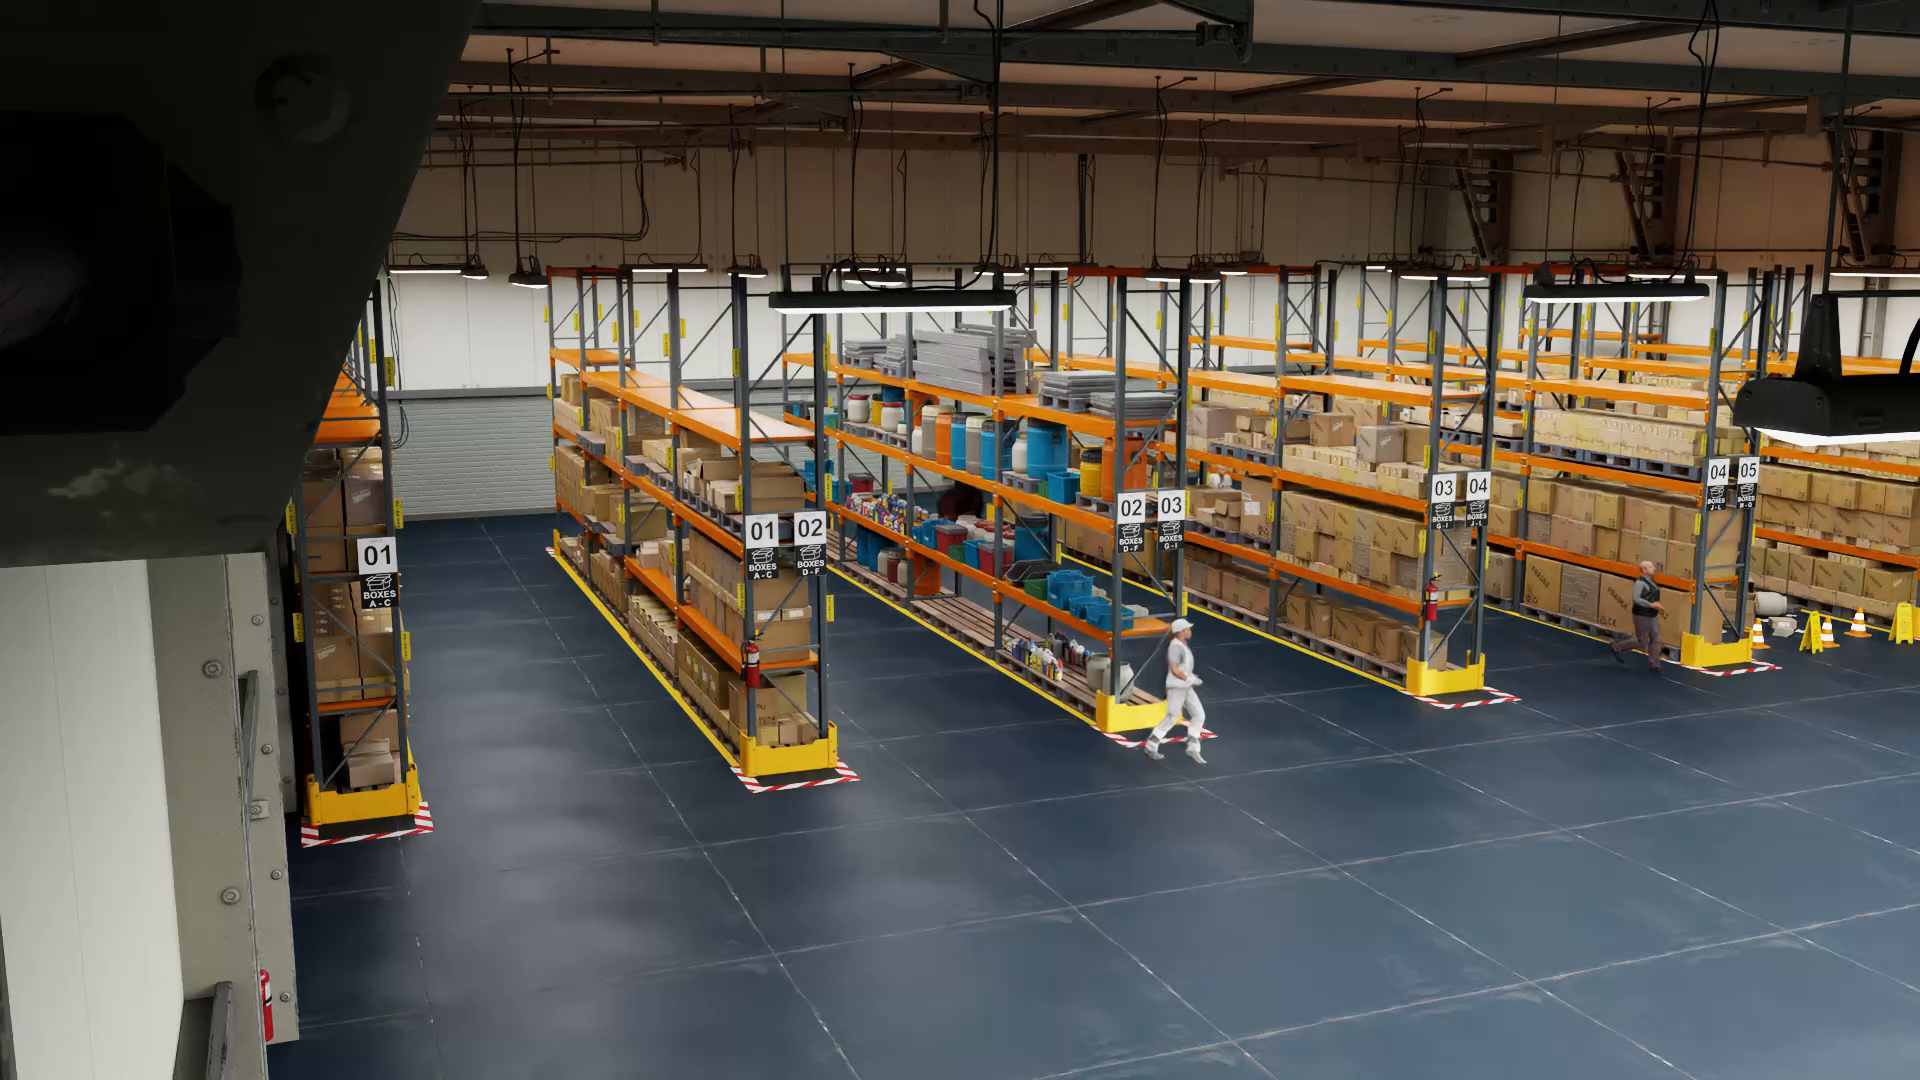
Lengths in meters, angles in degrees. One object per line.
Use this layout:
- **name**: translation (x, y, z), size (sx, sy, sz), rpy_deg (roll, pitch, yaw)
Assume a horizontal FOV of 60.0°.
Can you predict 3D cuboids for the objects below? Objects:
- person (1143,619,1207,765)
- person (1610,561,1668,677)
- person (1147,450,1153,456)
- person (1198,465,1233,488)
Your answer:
- **person**: translation (2.745, 1.881, 20.801), size (0.779, 1.808, 0.725), rpy_deg (3, 10, 19)
- **person**: translation (10.309, 1.169, 25.115), size (0.871, 1.740, 0.690), rpy_deg (9, 13, 40)
- **person**: translation (4.374, -1.281, 39.233), size (0.679, 1.708, 0.683), rpy_deg (1, 10, 7)
- **person**: translation (5.615, -0.822, 36.388), size (0.691, 1.706, 0.872), rpy_deg (-6, 11, -30)
